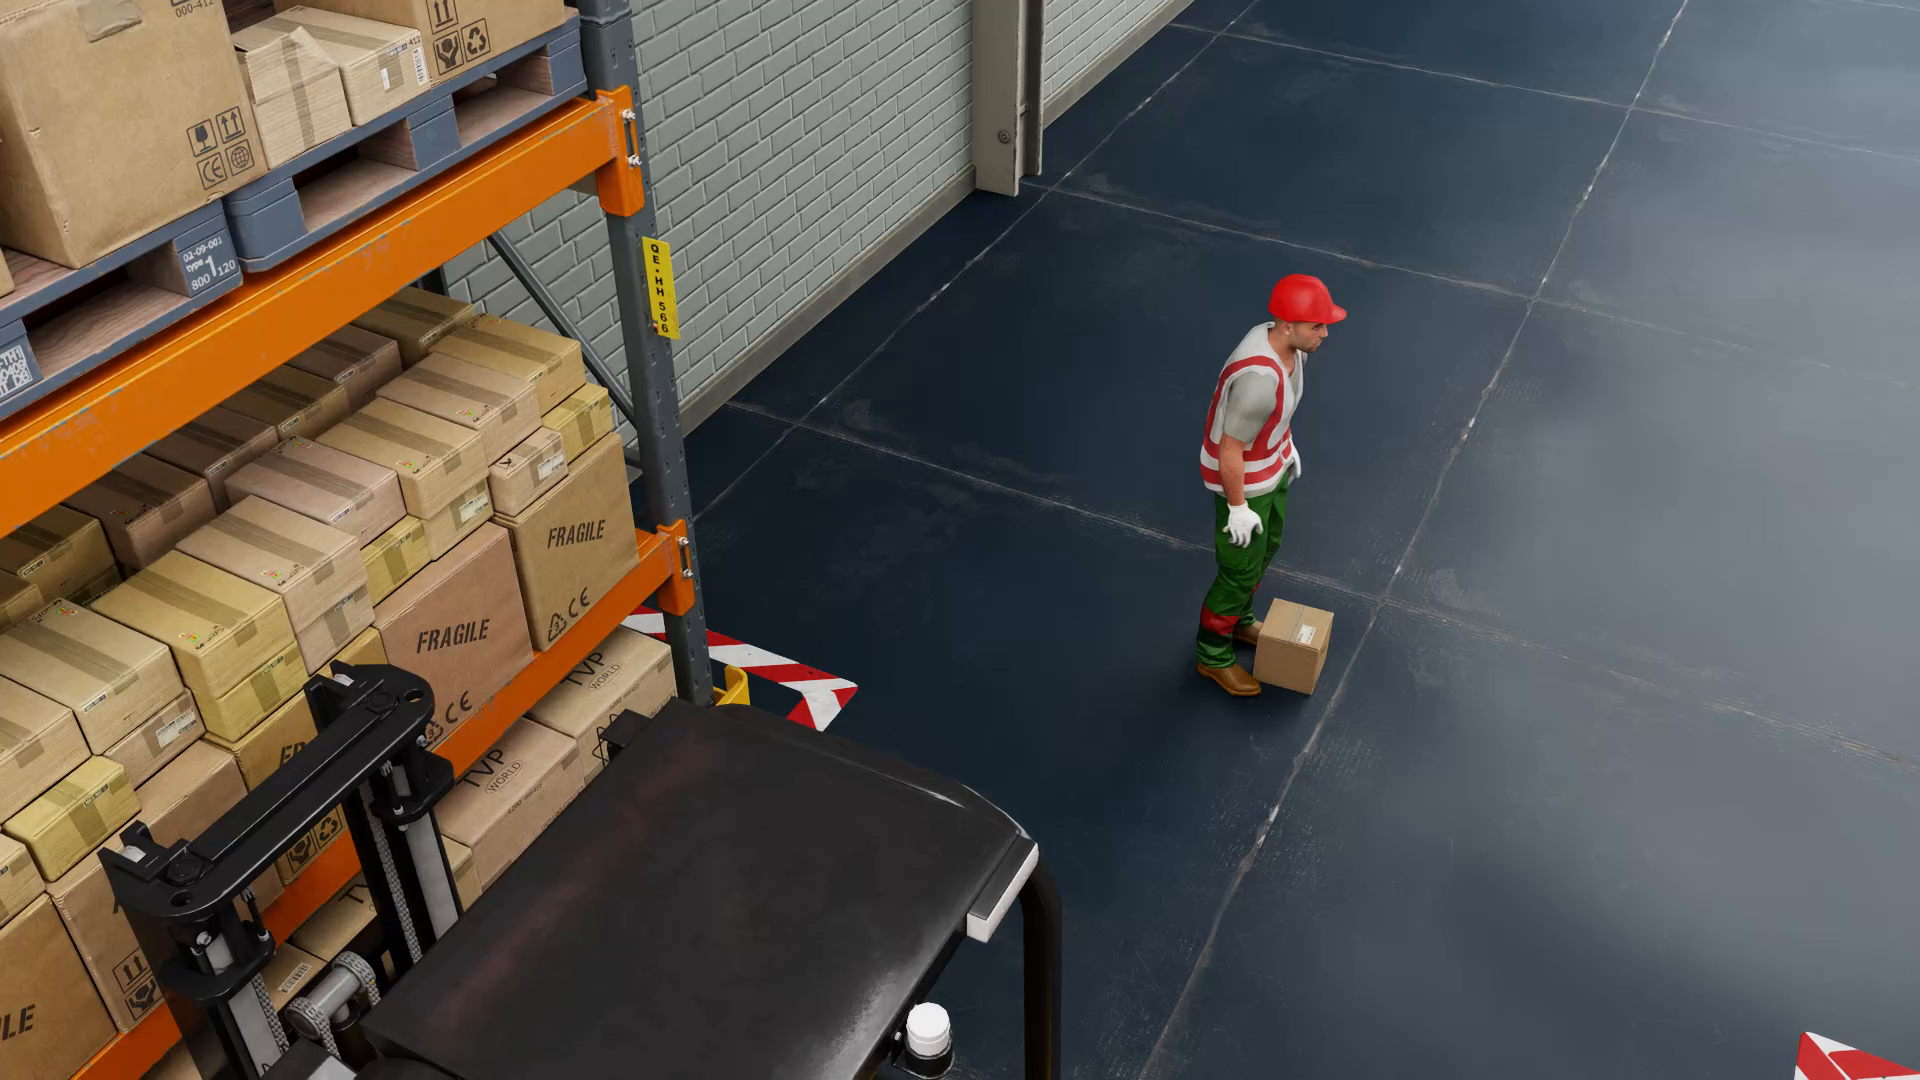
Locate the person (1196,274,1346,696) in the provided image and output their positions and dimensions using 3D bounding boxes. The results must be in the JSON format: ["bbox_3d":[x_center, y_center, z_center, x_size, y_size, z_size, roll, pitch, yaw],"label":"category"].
[{"bbox_3d":[1.160,-0.232,6.439,0.449,1.779,0.609,18,41,22],"label":"person"}]
